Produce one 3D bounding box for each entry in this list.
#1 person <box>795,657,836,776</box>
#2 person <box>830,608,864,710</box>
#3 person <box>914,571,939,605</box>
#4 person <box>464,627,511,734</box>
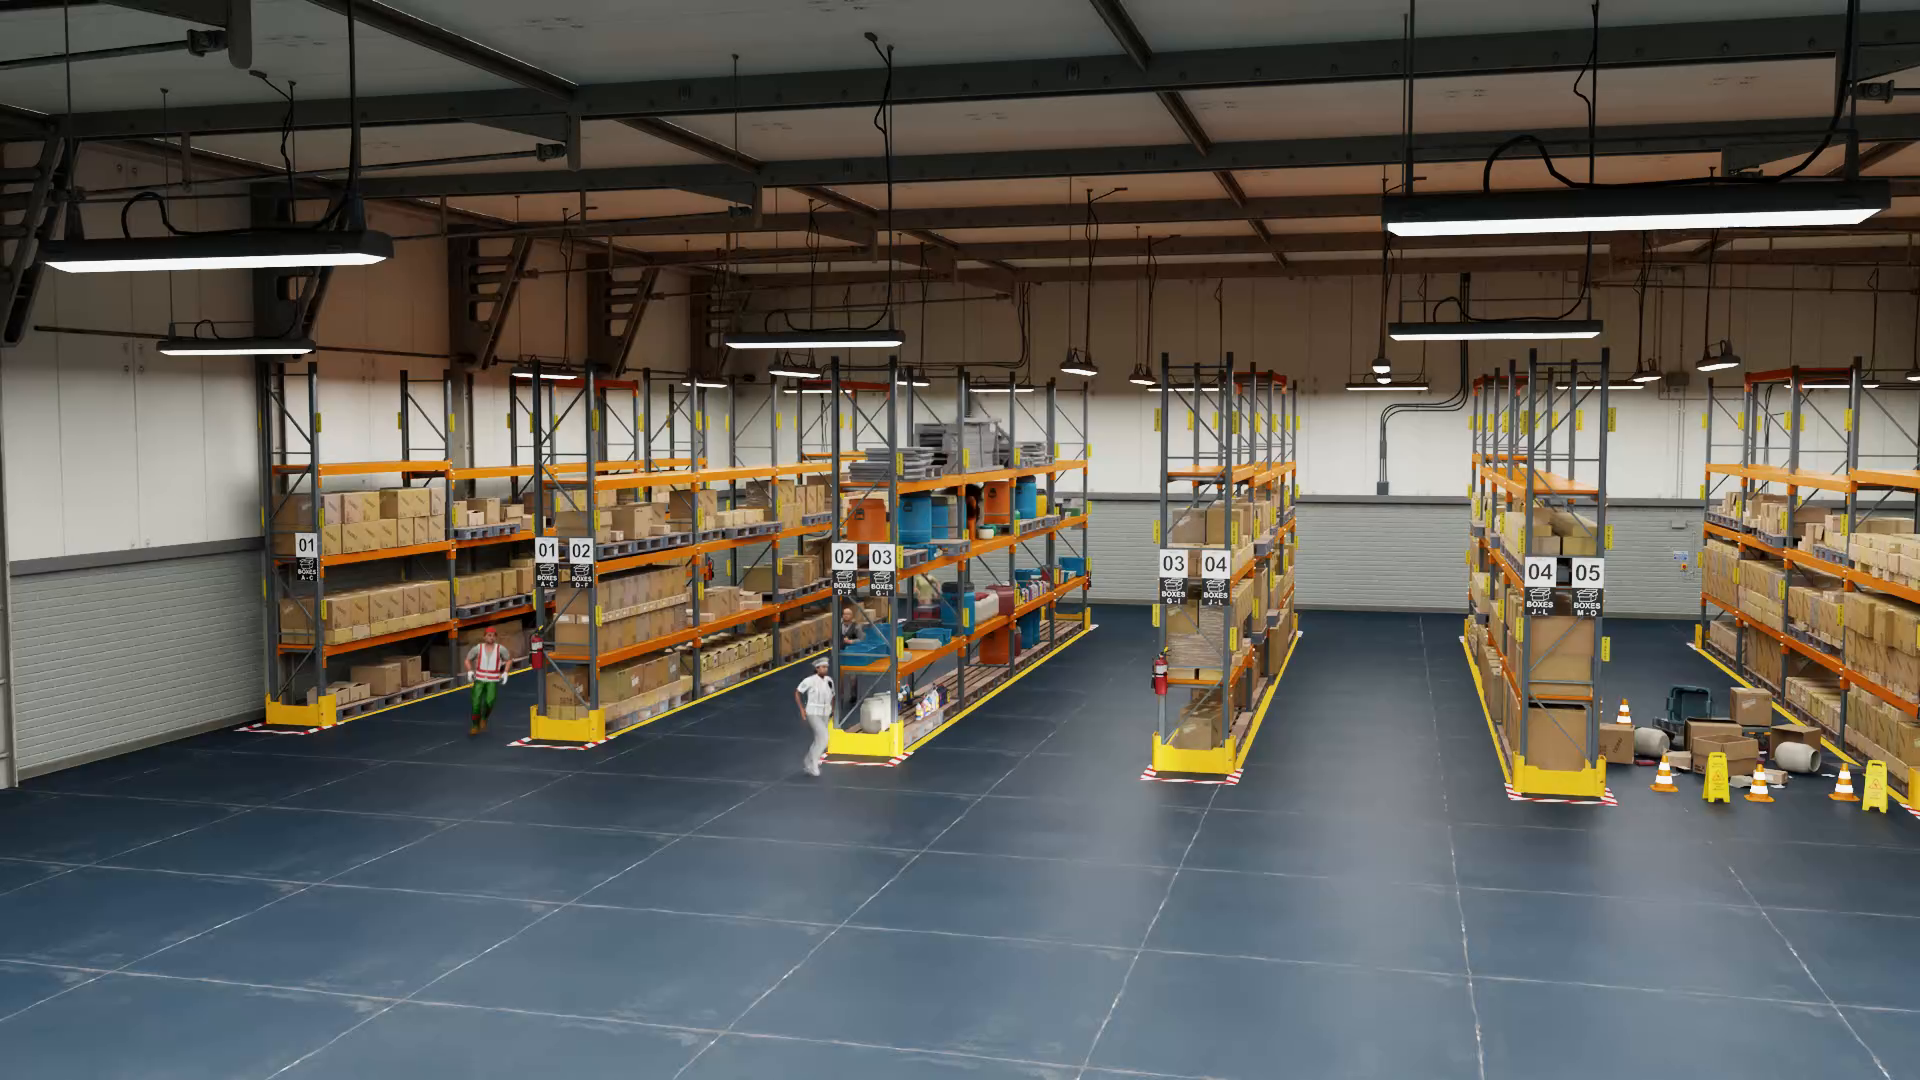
[{"bbox_3d":[-1.989,2.497,23.659,0.558,1.663,0.582,-4,6,-43],"label":"person"},{"bbox_3d":[-1.990,2.091,29.221,0.630,1.786,0.770,0,4,5],"label":"person"},{"bbox_3d":[-0.820,1.429,39.182,0.596,1.698,0.677,1,4,10],"label":"person"},{"bbox_3d":[-7.586,2.261,26.689,0.724,1.726,0.527,-1,4,-12],"label":"person"}]
